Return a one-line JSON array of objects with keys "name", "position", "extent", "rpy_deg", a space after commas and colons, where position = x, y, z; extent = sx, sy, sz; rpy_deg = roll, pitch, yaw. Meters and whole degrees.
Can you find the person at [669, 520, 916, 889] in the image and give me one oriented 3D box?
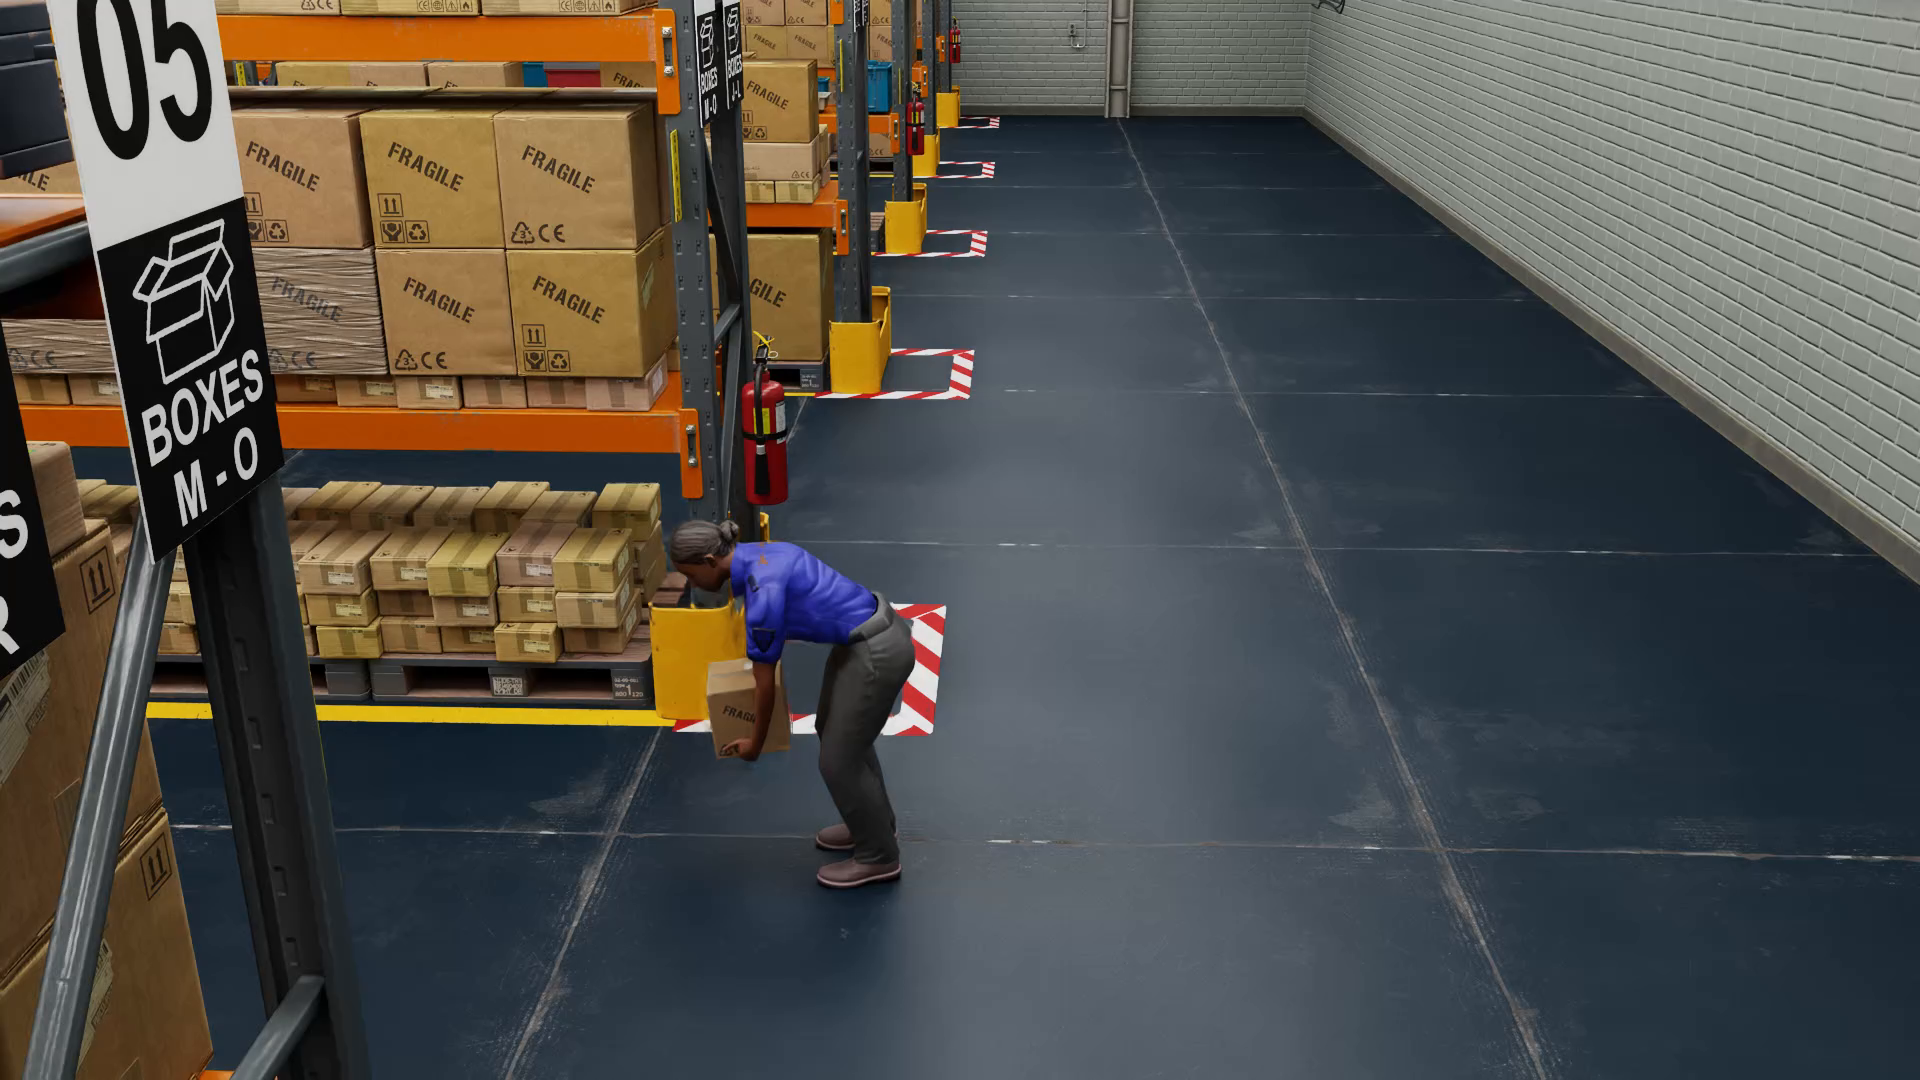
[{"name": "person", "position": [-0.554, 0.539, 5.671], "extent": [0.799, 1.315, 0.407], "rpy_deg": [-2, 21, -6]}]
